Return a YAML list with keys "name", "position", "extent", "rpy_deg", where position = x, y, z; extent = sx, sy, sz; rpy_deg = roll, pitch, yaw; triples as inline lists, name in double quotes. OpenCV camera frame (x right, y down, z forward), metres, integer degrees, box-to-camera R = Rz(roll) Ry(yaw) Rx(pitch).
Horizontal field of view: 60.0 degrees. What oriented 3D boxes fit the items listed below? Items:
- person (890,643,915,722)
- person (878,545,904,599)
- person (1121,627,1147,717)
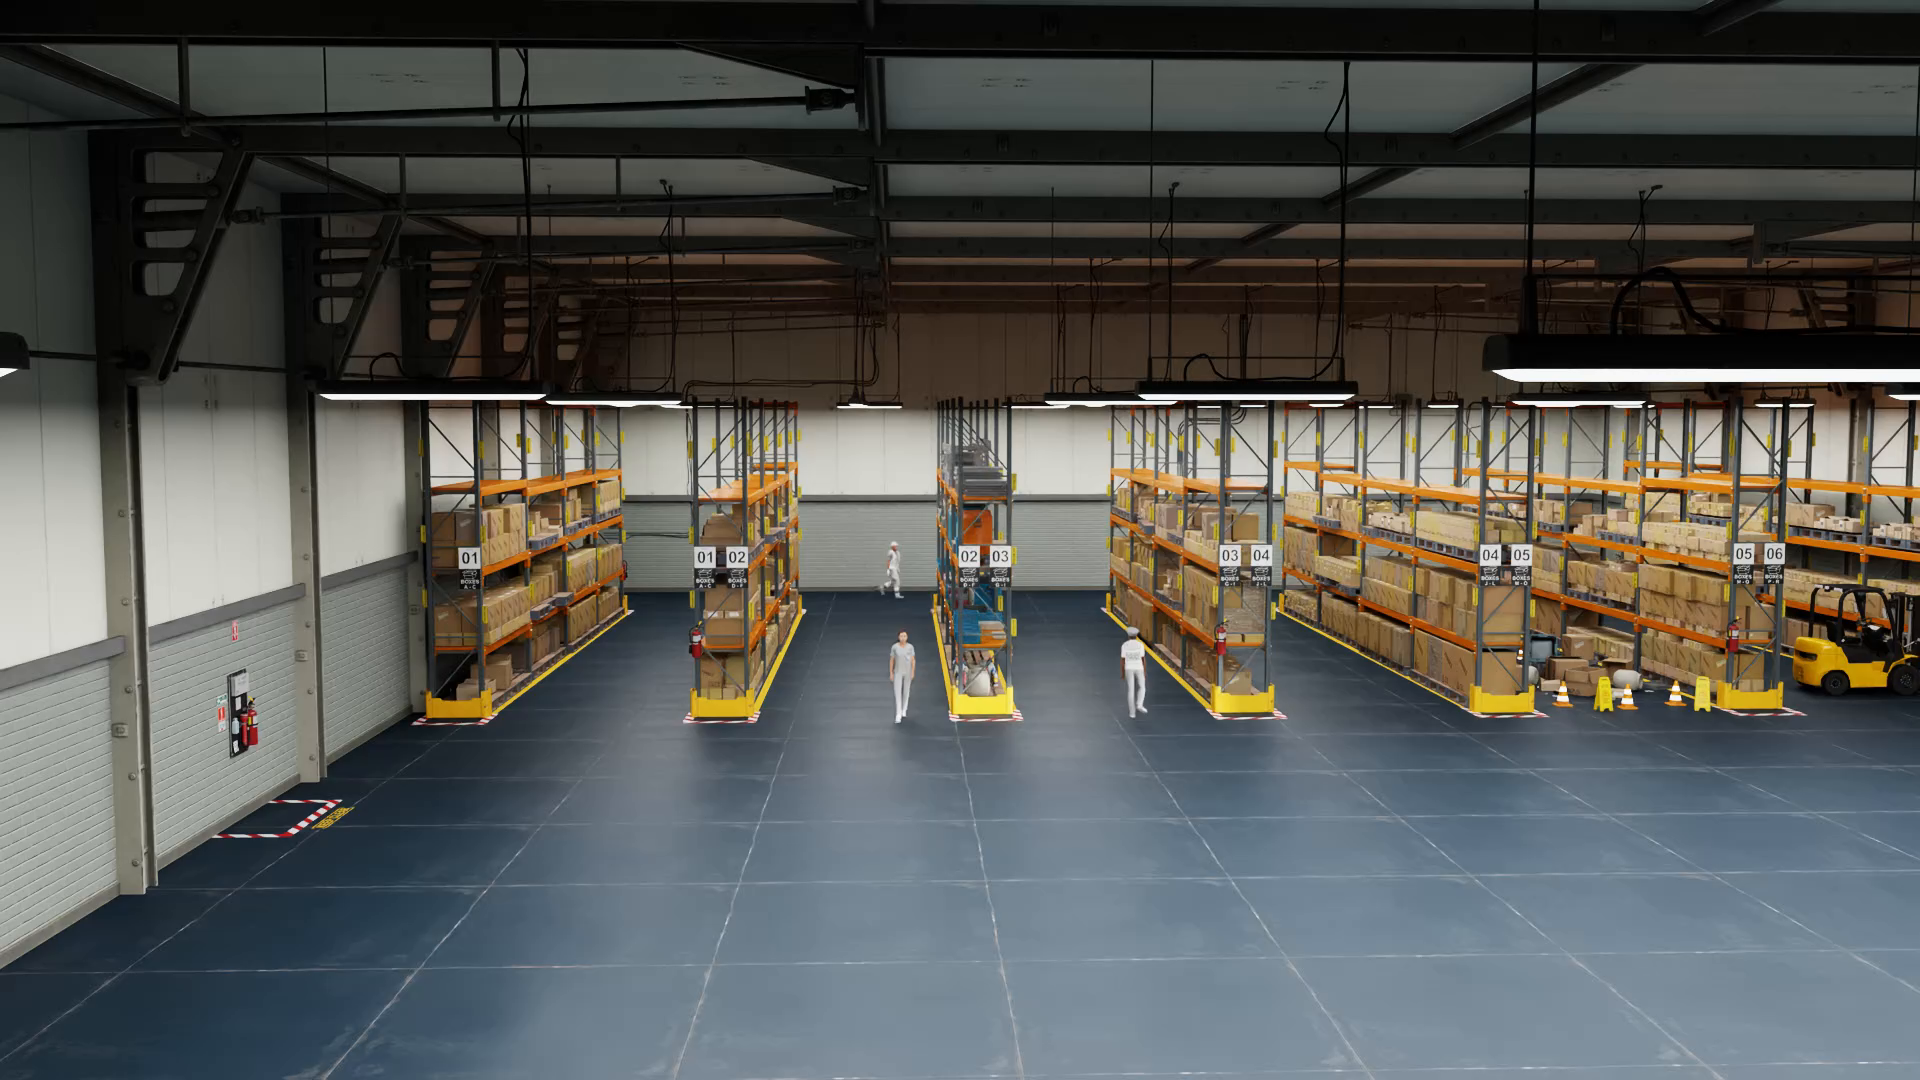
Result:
- name: "person"
  position: [-1.047, 2.628, 30.929]
  extent: [0.456, 1.400, 0.771]
  rpy_deg: [-1, 5, -15]
- name: "person"
  position: [-2.096, 0.936, 50.925]
  extent: [0.933, 1.709, 0.515]
  rpy_deg: [2, 5, 20]
- name: "person"
  position: [3.262, 2.472, 31.173]
  extent: [0.505, 1.675, 0.457]
  rpy_deg: [1, 4, 7]
